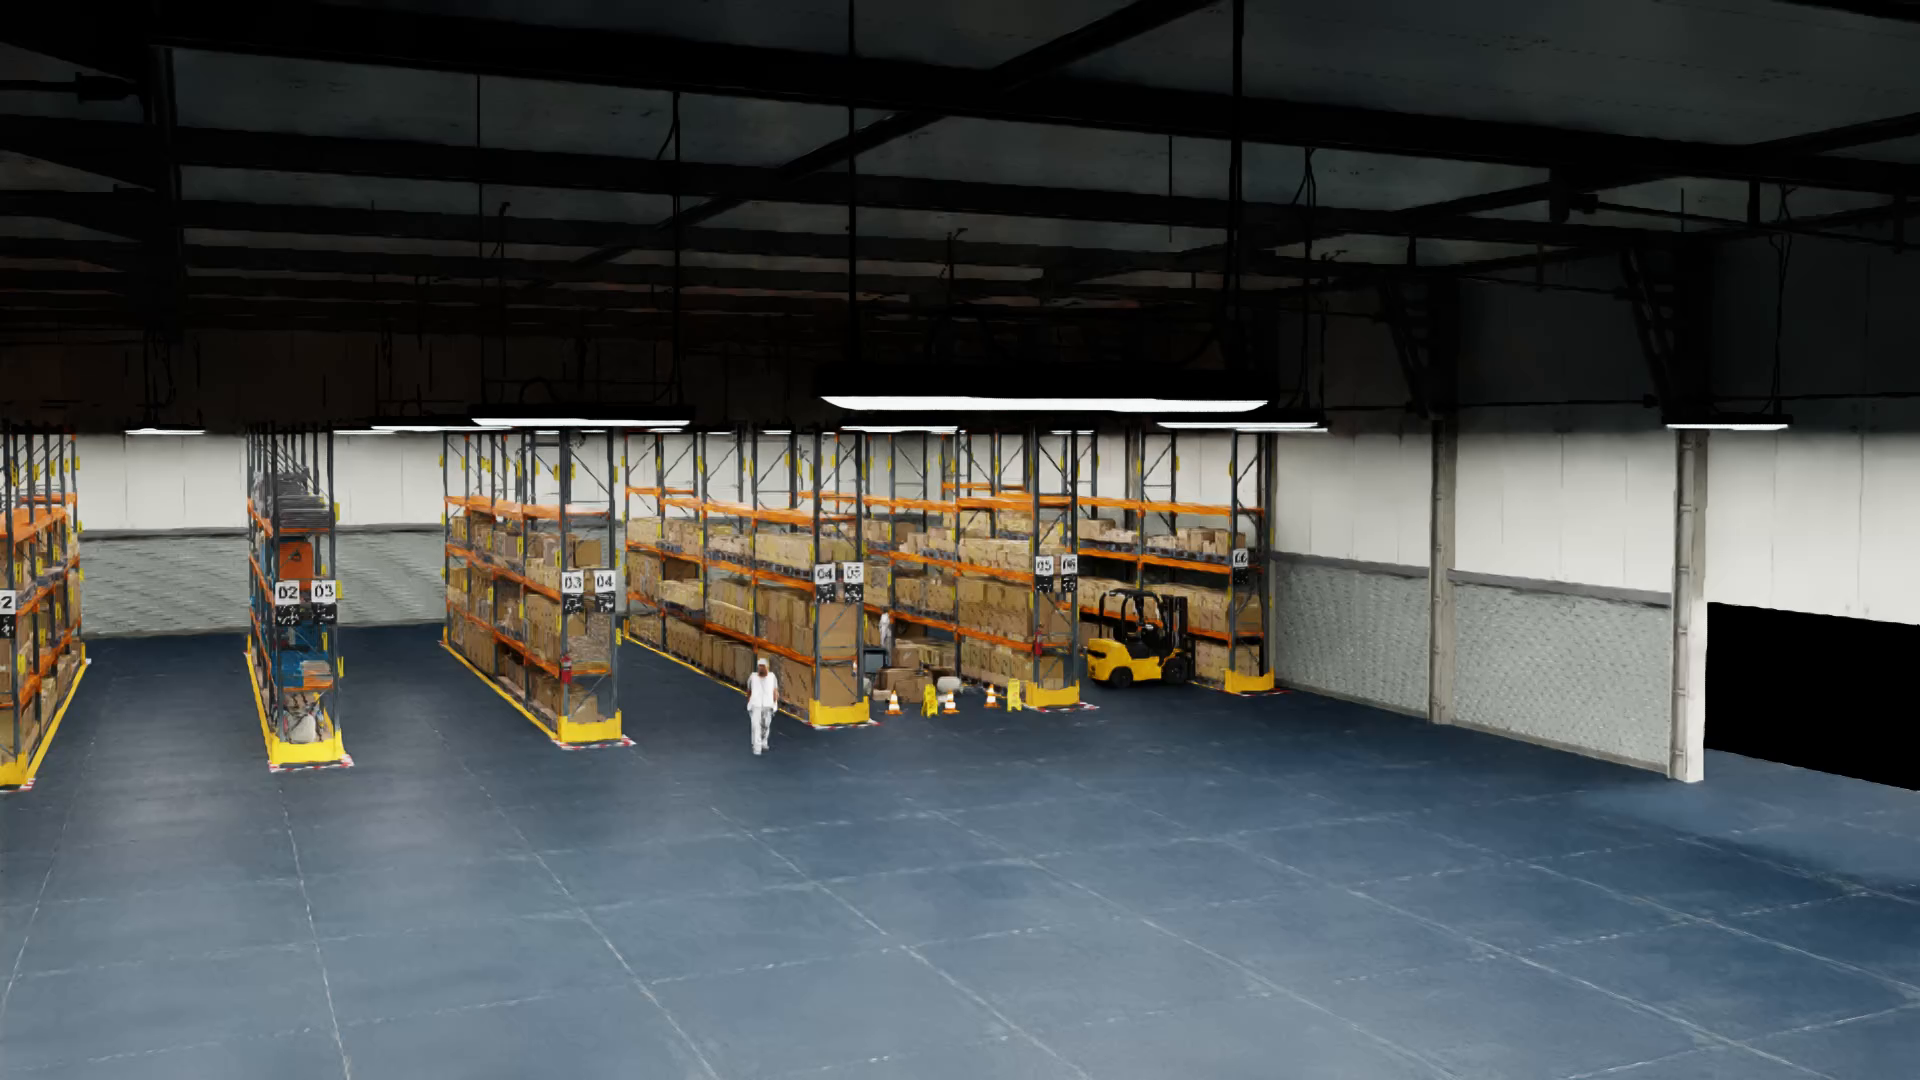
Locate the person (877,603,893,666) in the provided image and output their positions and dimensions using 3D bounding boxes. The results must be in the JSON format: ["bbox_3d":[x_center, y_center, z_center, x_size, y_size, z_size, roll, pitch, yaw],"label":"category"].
[{"bbox_3d":[-1.837,2.367,40.140,0.543,1.667,0.571,0,4,-1],"label":"person"}]

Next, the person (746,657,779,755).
[{"bbox_3d":[-3.552,2.974,29.994,0.552,1.724,1.037,-1,4,-16],"label":"person"}]
